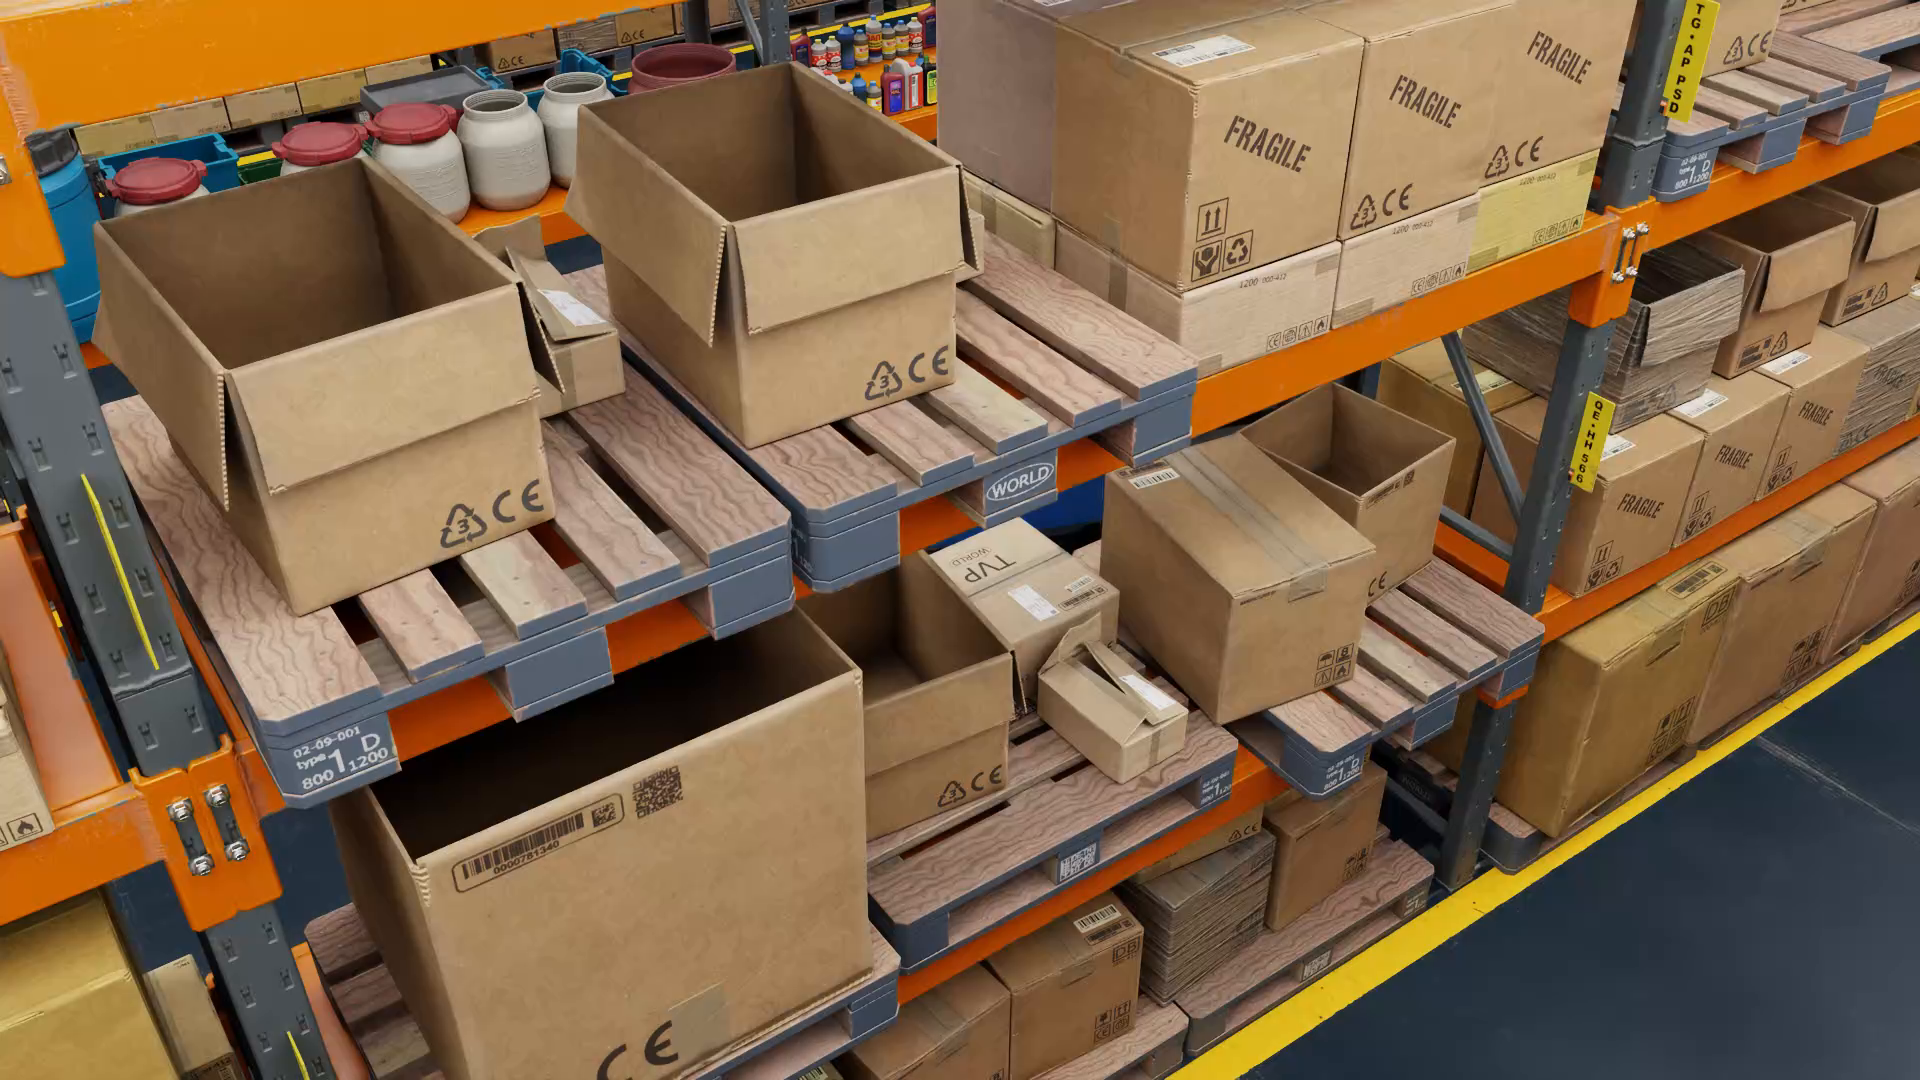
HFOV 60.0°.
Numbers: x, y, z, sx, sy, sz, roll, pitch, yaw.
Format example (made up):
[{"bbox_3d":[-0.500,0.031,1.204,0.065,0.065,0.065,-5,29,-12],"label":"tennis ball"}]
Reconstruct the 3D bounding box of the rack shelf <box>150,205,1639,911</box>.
[{"bbox_3d":[0.006,-0.374,4.248,4.000,0.370,1.077,-22,41,-28],"label":"rack shelf"}]

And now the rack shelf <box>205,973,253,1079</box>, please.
[{"bbox_3d":[-3.264,2.189,3.253,4.000,0.370,1.077,-22,41,-28],"label":"rack shelf"}]

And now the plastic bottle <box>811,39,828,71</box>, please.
[{"bbox_3d":[-0.834,-2.852,9.816,0.097,0.201,0.097,0,36,0],"label":"plastic bottle"}]

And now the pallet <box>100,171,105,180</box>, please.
[{"bbox_3d":[-6.753,-2.639,11.739,1.213,0.211,1.003,-22,41,-28],"label":"pallet"}]

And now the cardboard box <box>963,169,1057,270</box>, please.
[{"bbox_3d":[0.275,-0.891,4.480,0.500,0.250,0.500,-21,41,-27],"label":"cardboard box"}]

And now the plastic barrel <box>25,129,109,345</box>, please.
[{"bbox_3d":[-3.992,-1.328,7.099,0.708,0.901,0.600,-22,41,-28],"label":"plastic barrel"}]

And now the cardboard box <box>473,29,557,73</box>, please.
[{"bbox_3d":[-3.526,-4.031,13.050,0.500,0.500,0.500,-21,41,-26],"label":"cardboard box"}]

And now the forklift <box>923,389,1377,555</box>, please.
[{"bbox_3d":[1.101,-1.413,7.705,3.031,2.935,1.130,-9,37,-13],"label":"forklift"}]

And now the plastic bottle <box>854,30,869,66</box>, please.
[{"bbox_3d":[-0.595,-2.950,9.953,0.097,0.201,0.097,0,36,0],"label":"plastic bottle"}]

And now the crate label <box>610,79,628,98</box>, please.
[{"bbox_3d":[-1.773,-2.454,9.237,0.416,0.233,0.303,-22,41,-28],"label":"crate label"}]

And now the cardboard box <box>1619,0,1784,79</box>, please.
[{"bbox_3d":[2.098,-1.791,5.154,0.637,0.503,0.797,-20,40,-25],"label":"cardboard box"}]

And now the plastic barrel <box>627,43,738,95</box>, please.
[{"bbox_3d":[-1.417,-2.240,8.678,0.708,0.536,0.600,-22,41,-28],"label":"plastic barrel"}]

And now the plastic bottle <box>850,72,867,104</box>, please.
[{"bbox_3d":[-0.562,-2.450,9.198,0.097,0.271,0.097,0,36,0],"label":"plastic bottle"}]

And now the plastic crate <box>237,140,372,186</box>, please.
[{"bbox_3d":[-3.221,-1.774,8.329,0.662,0.188,0.450,-22,41,-28],"label":"plastic crate"}]

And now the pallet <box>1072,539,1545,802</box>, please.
[{"bbox_3d":[1.120,0.247,5.501,1.003,0.211,1.213,-22,41,-28],"label":"pallet"}]

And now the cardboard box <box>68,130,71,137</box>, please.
[{"bbox_3d":[-6.441,-2.748,11.497,0.500,0.250,0.500,-21,41,-27],"label":"cardboard box"}]

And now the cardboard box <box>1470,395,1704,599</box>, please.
[{"bbox_3d":[2.195,-0.195,5.867,0.500,0.500,0.500,-21,41,-27],"label":"cardboard box"}]

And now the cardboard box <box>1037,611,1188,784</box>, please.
[{"bbox_3d":[0.433,0.453,4.807,0.258,0.266,0.396,-24,42,-29],"label":"cardboard box"}]

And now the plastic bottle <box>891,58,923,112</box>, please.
[{"bbox_3d":[-0.294,-2.582,9.377,0.135,0.276,0.152,-22,41,-28],"label":"plastic bottle"}]

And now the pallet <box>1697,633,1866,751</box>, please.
[{"bbox_3d":[3.325,0.374,7.549,1.213,0.211,1.003,-22,41,-28],"label":"pallet"}]

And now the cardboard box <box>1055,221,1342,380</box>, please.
[{"bbox_3d":[0.584,-0.660,4.158,0.500,0.250,0.500,-21,41,-27],"label":"cardboard box"}]

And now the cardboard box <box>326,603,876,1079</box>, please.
[{"bbox_3d":[-0.899,0.610,3.960,1.000,1.000,1.000,-22,41,-28],"label":"cardboard box"}]

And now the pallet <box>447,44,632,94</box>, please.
[{"bbox_3d":[-3.431,-3.951,13.563,1.213,0.211,1.003,-22,41,-28],"label":"pallet"}]

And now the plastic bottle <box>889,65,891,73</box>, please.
[{"bbox_3d":[-0.381,-2.604,9.472,0.097,0.201,0.097,0,36,0],"label":"plastic bottle"}]

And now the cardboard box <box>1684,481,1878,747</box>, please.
[{"bbox_3d":[2.950,0.053,7.068,0.875,0.875,1.225,-22,41,-28],"label":"cardboard box"}]

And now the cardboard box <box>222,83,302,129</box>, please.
[{"bbox_3d":[-5.185,-3.268,12.221,0.500,0.250,0.500,-21,41,-27],"label":"cardboard box"}]

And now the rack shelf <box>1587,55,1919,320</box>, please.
[{"bbox_3d":[3.276,-1.720,6.119,4.000,0.370,1.077,-22,41,-28],"label":"rack shelf"}]

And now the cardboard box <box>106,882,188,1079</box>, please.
[{"bbox_3d":[-2.032,1.185,3.693,0.500,0.500,0.875,-22,41,-28],"label":"cardboard box"}]

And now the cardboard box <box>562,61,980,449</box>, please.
[{"bbox_3d":[-0.418,-0.634,3.545,0.637,0.503,0.797,-21,41,-26],"label":"cardboard box"}]

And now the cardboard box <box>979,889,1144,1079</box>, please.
[{"bbox_3d":[0.199,1.337,5.587,0.500,0.500,0.700,-19,40,-24],"label":"cardboard box"}]

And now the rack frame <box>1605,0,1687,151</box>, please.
[{"bbox_3d":[1.641,-2.557,4.098,0.127,3.000,1.000,-22,41,-28],"label":"rack frame"}]

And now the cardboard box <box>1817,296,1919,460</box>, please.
[{"bbox_3d":[3.442,-0.711,6.584,0.500,0.500,0.500,-22,41,-28],"label":"cardboard box"}]

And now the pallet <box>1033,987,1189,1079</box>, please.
[{"bbox_3d":[0.005,1.681,5.732,1.213,0.211,1.003,-22,41,-28],"label":"pallet"}]

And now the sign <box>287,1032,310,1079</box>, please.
[{"bbox_3d":[-1.310,1.129,3.369,0.005,0.325,0.100,-22,41,-28],"label":"sign"}]

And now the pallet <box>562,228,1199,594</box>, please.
[{"bbox_3d":[-0.217,-0.424,3.863,1.003,0.211,1.213,-22,41,-28],"label":"pallet"}]

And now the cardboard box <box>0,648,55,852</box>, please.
[{"bbox_3d":[-1.851,0.345,2.760,0.500,0.250,0.500,-21,41,-26],"label":"cardboard box"}]

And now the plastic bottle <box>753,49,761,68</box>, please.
[{"bbox_3d":[-1.128,-2.777,9.642,0.133,0.283,0.061,-22,41,-28],"label":"plastic bottle"}]

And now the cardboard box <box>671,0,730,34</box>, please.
[{"bbox_3d":[-2.265,-4.554,13.777,0.500,0.500,0.500,-24,42,-29],"label":"cardboard box"}]

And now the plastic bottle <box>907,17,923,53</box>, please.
[{"bbox_3d":[-0.277,-3.081,10.135,0.097,0.201,0.097,0,36,0],"label":"plastic bottle"}]

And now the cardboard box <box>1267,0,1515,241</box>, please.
[{"bbox_3d":[0.982,-1.125,4.162,0.500,0.500,0.500,-22,41,-28],"label":"cardboard box"}]

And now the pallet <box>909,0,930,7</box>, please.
[{"bbox_3d":[-0.231,-5.294,15.430,1.213,0.211,1.003,-22,41,-28],"label":"pallet"}]

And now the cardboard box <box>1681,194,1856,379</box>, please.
[{"bbox_3d":[2.782,-1.025,6.161,0.637,0.503,0.797,-21,41,-27],"label":"cardboard box"}]

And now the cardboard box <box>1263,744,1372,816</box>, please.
[{"bbox_3d":[1.110,0.650,5.899,0.500,0.250,0.500,-21,41,-26],"label":"cardboard box"}]

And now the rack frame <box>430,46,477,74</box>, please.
[{"bbox_3d":[-4.063,-4.850,12.425,0.127,3.000,1.000,-22,41,-28],"label":"rack frame"}]

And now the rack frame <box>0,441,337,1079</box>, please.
[{"bbox_3d":[-1.629,1.224,3.979,0.127,3.000,1.000,-22,41,-28],"label":"rack frame"}]

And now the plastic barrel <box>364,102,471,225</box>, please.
[{"bbox_3d":[-2.620,-1.804,8.073,0.433,0.535,0.433,0,36,0],"label":"plastic barrel"}]
